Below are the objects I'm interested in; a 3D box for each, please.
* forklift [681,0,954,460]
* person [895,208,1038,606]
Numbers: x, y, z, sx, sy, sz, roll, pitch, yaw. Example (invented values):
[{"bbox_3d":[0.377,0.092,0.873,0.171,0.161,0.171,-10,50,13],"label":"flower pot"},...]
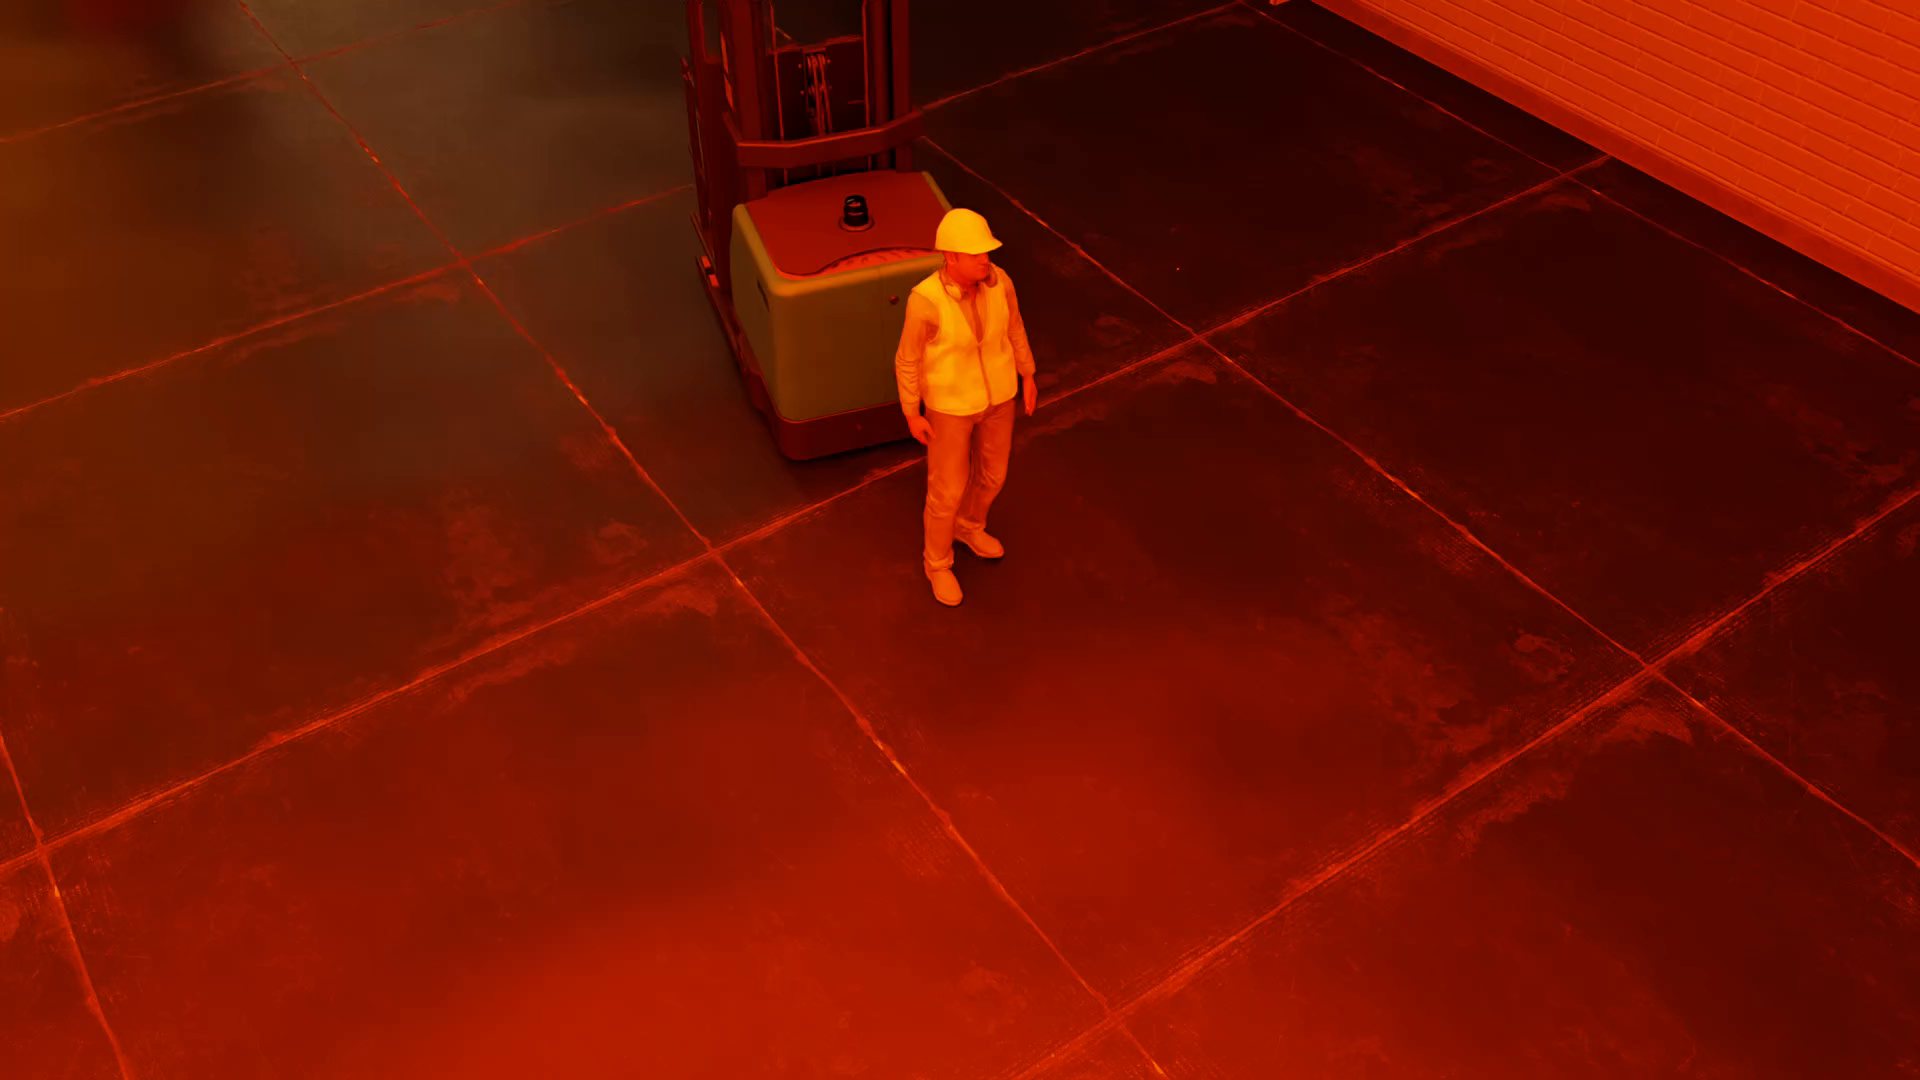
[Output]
[{"bbox_3d":[-0.857,-2.483,8.409,1.130,2.935,3.031,-13,44,-14],"label":"forklift"},{"bbox_3d":[0.067,-0.592,7.230,0.650,1.765,0.567,-23,47,-23],"label":"person"}]
